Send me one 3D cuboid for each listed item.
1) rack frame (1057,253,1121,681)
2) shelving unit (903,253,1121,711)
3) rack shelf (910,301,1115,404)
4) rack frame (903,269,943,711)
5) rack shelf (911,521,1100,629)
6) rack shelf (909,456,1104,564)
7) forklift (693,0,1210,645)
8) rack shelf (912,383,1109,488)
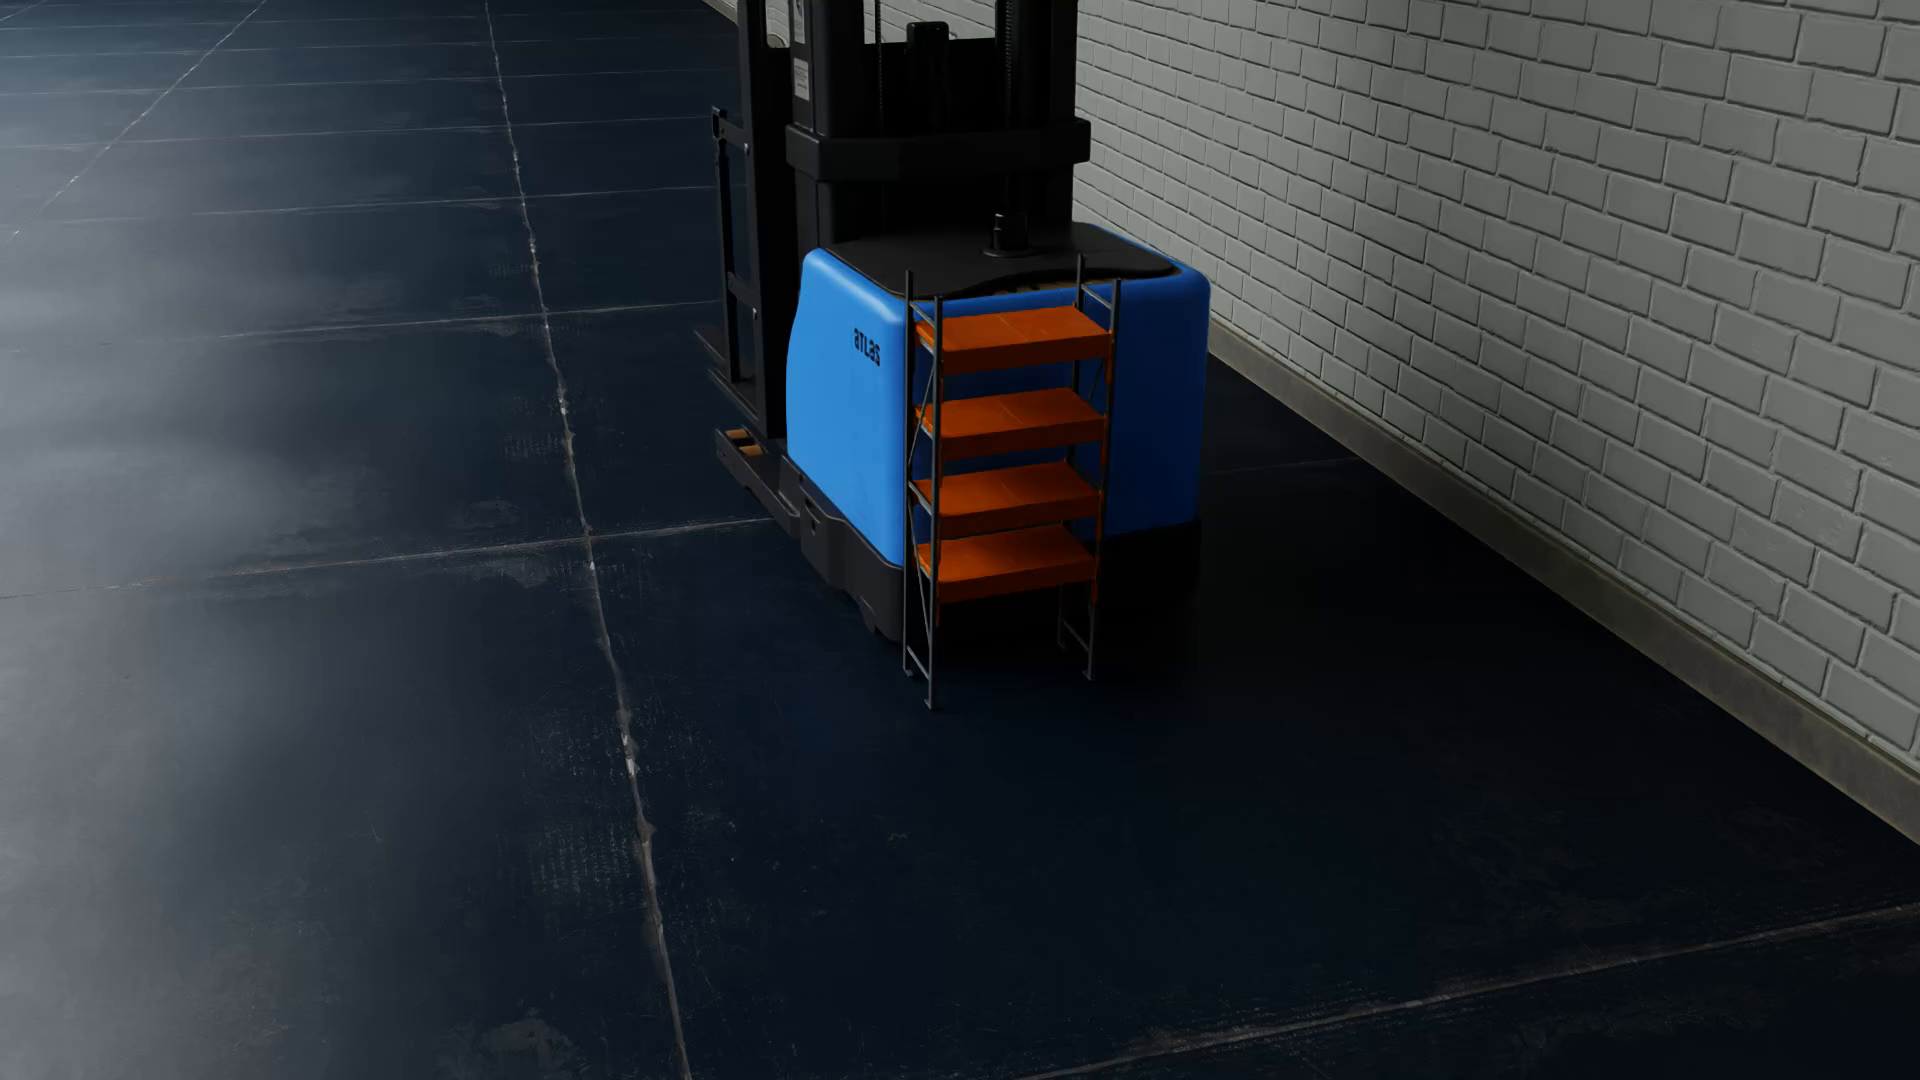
[{"bbox_3d":[0.353,-0.181,4.630,0.015,1.200,0.240,-8,28,-19],"label":"rack frame"},{"bbox_3d":[0.124,-0.147,4.551,0.503,1.200,0.258,-8,28,-19],"label":"shelving unit"},{"bbox_3d":[0.133,-0.498,4.375,0.480,0.148,0.258,-8,28,-19],"label":"rack shelf"},{"bbox_3d":[-0.104,-0.112,4.471,0.015,1.200,0.240,-8,28,-19],"label":"rack frame"},{"bbox_3d":[0.119,0.091,4.669,0.480,0.148,0.258,-8,28,-19],"label":"rack shelf"},{"bbox_3d":[0.123,-0.086,4.581,0.480,0.148,0.258,-8,28,-19],"label":"rack shelf"},{"bbox_3d":[-0.287,-1.592,5.743,1.130,2.935,3.031,-9,25,-21],"label":"forklift"},{"bbox_3d":[0.128,-0.286,4.481,0.480,0.148,0.258,-8,28,-19],"label":"rack shelf"}]
